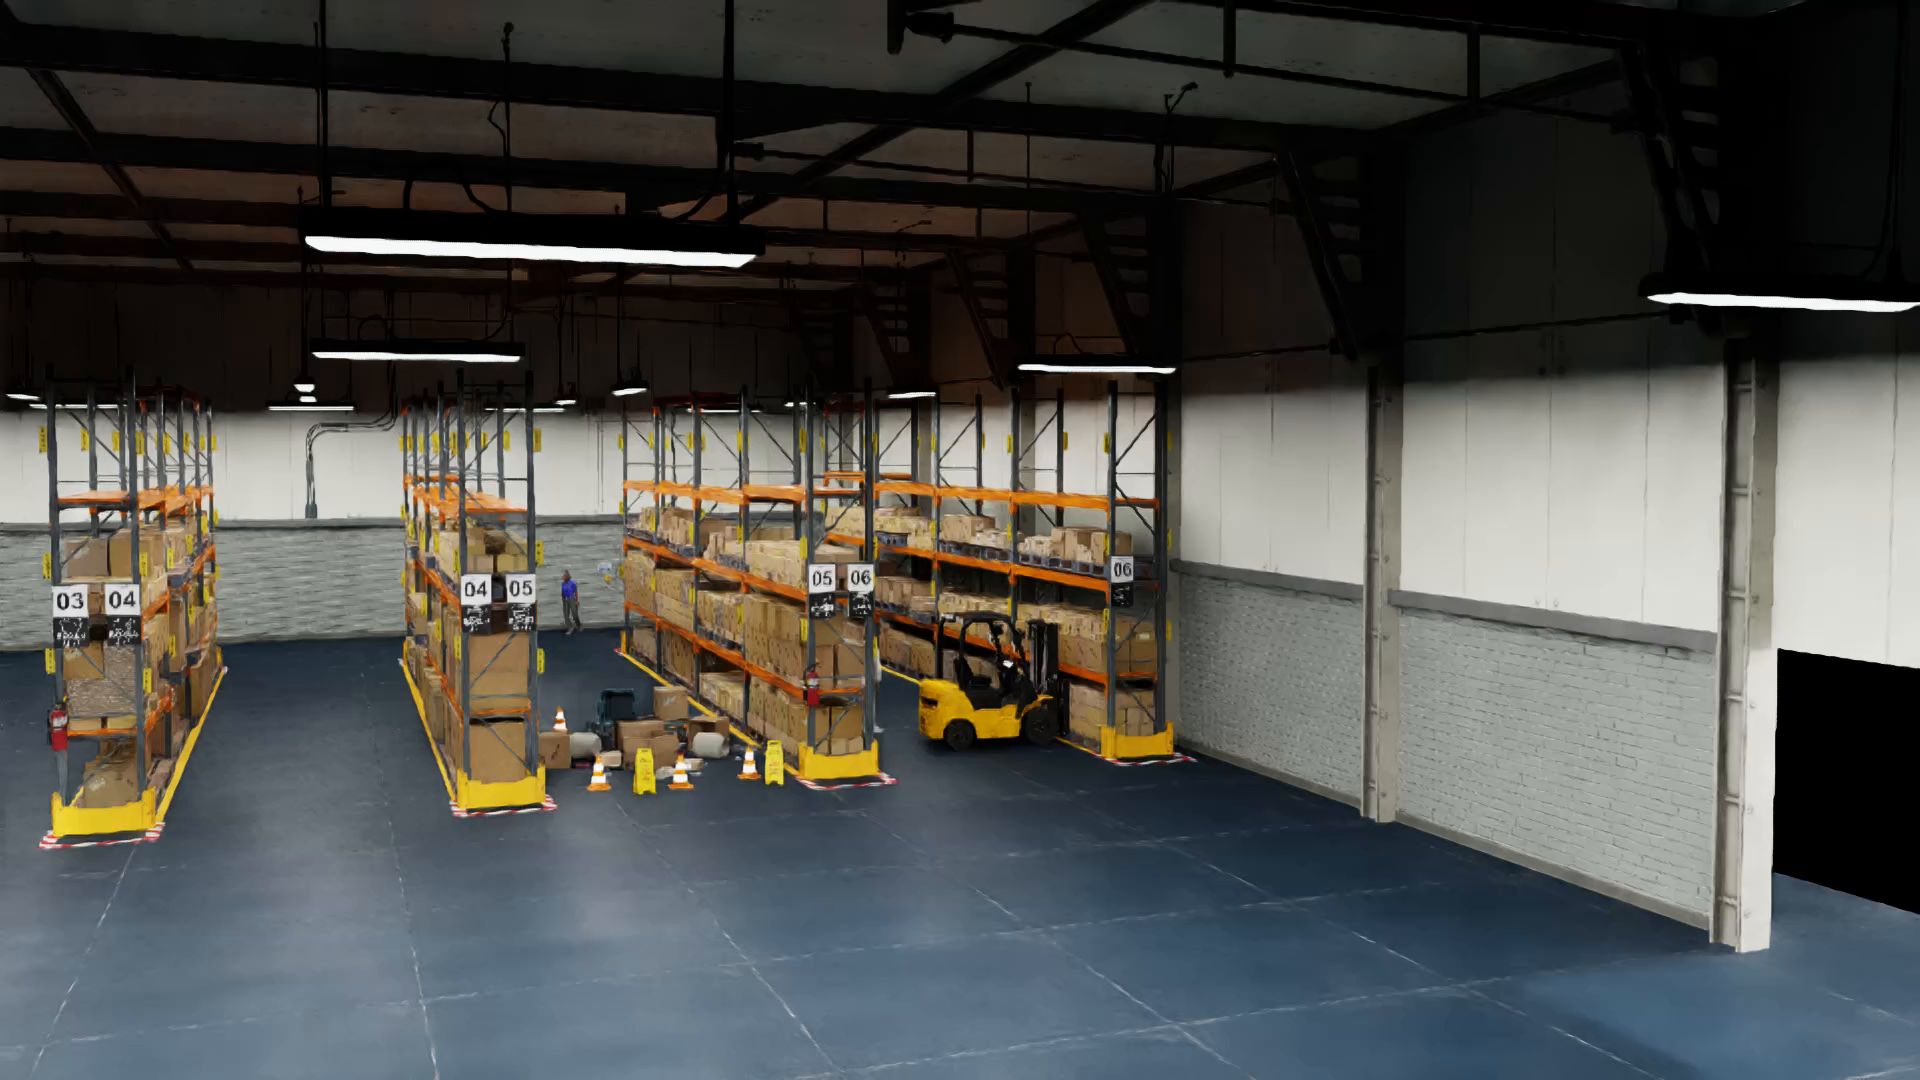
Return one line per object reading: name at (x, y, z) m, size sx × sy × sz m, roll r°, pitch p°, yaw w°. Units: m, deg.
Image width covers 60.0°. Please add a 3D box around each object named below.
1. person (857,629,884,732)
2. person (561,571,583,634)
person at (-1.570, 2.408, 28.789) m, size 0.642 × 1.791 × 0.508 m, roll 3°, pitch 4°, yaw 41°
person at (-10.191, 1.632, 43.686) m, size 0.520 × 1.644 × 0.523 m, roll 1°, pitch 3°, yaw 15°
